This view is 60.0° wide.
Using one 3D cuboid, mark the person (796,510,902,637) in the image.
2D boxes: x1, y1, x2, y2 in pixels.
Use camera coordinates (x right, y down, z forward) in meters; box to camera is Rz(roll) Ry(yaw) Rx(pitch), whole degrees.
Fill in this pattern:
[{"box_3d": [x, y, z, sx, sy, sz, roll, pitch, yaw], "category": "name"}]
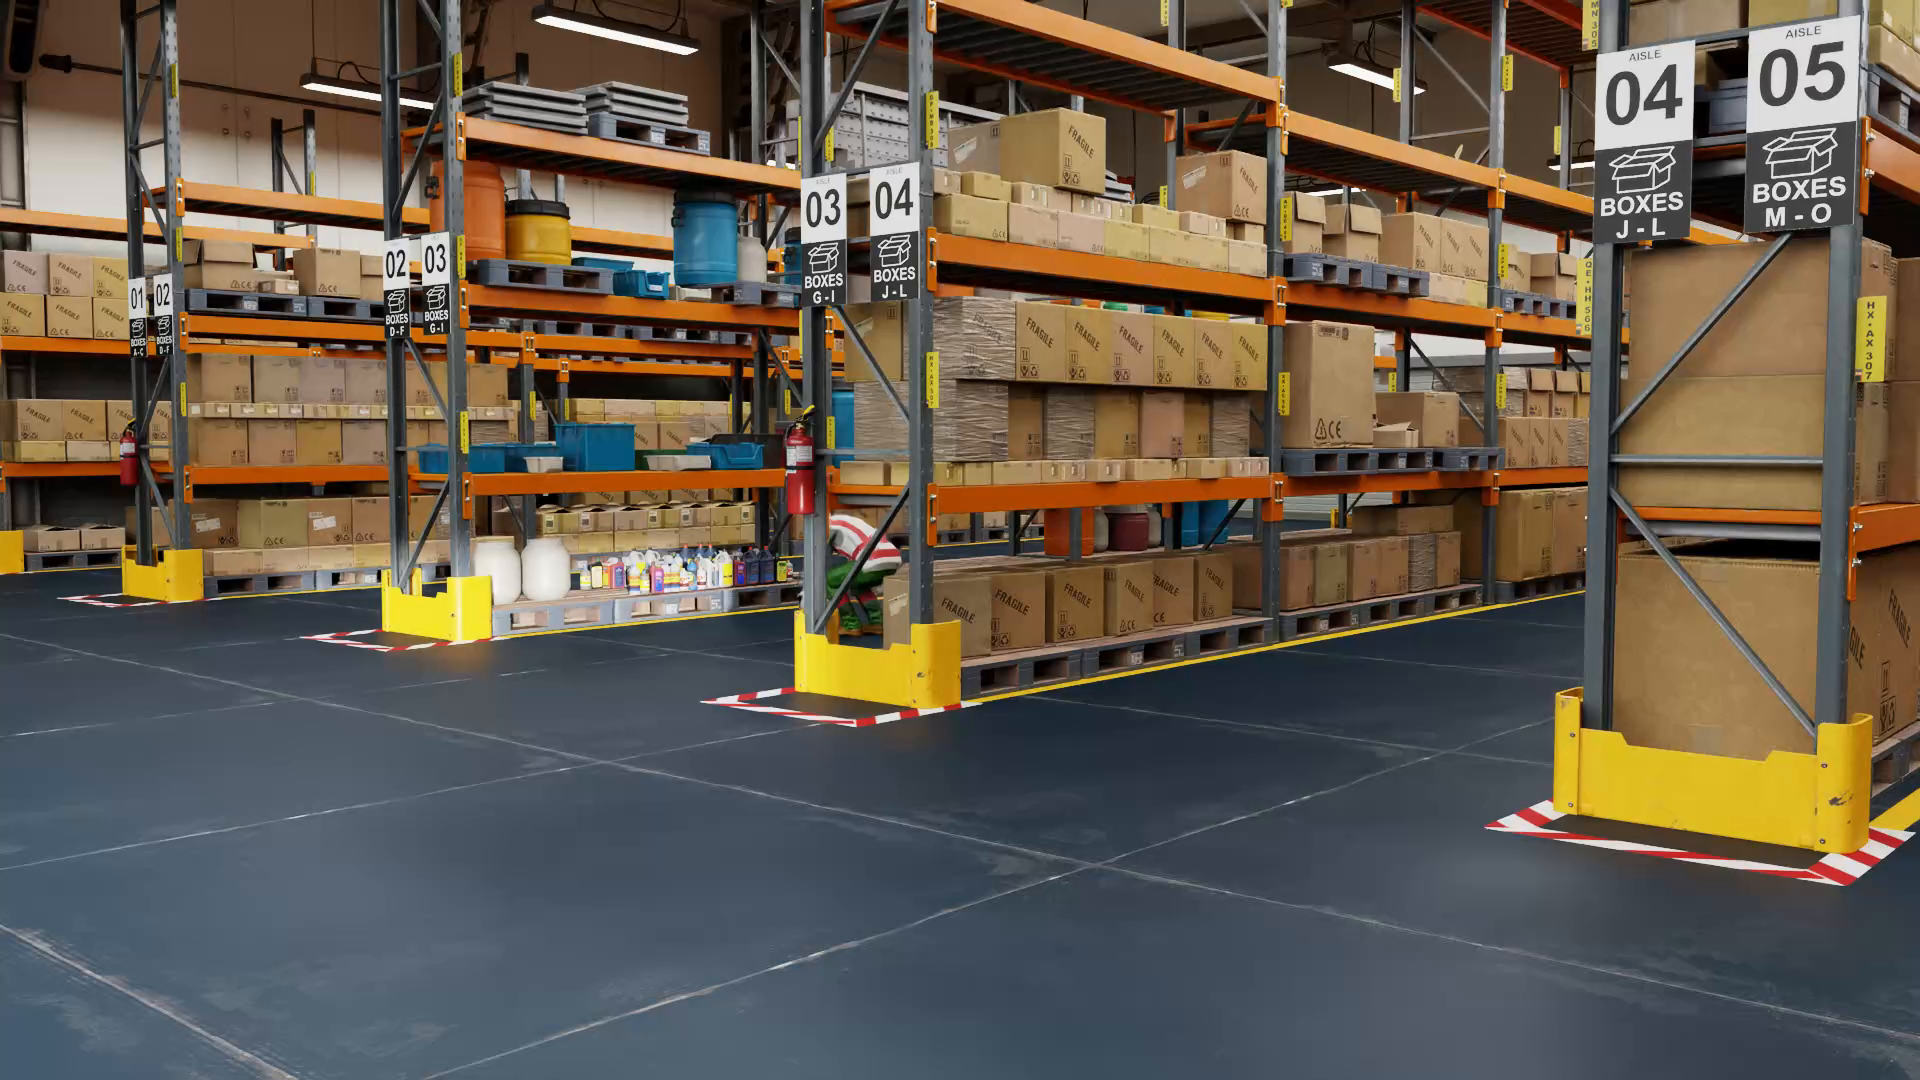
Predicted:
[{"box_3d": [-0.901, 0.239, 13.522, 0.869, 1.065, 0.579, 3, 5, 41], "category": "person"}]
